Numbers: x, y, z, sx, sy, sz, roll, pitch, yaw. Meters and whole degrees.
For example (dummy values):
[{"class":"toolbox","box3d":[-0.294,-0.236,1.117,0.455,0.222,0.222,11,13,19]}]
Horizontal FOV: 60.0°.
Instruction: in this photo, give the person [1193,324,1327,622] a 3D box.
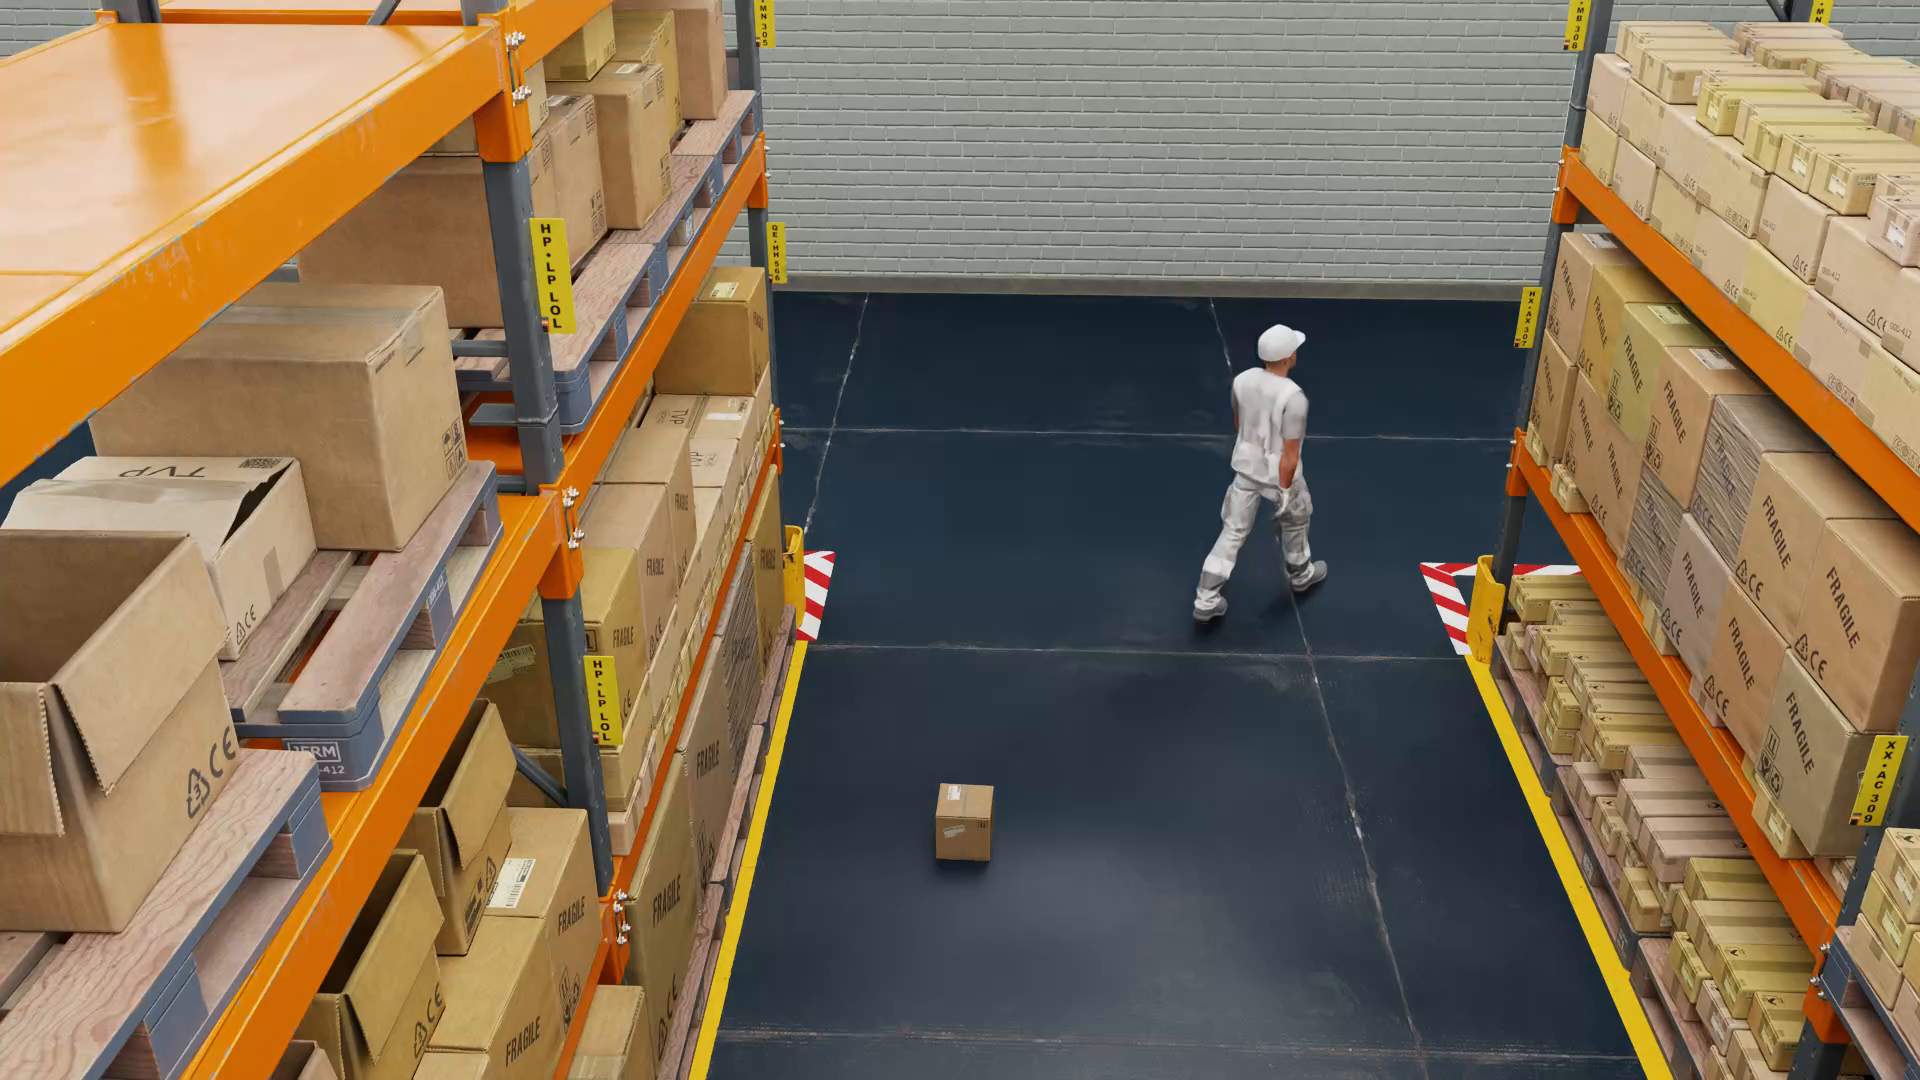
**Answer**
[{"class":"person","box3d":[1.751,-0.405,9.372,0.530,1.742,1.084,24,36,37]}]
